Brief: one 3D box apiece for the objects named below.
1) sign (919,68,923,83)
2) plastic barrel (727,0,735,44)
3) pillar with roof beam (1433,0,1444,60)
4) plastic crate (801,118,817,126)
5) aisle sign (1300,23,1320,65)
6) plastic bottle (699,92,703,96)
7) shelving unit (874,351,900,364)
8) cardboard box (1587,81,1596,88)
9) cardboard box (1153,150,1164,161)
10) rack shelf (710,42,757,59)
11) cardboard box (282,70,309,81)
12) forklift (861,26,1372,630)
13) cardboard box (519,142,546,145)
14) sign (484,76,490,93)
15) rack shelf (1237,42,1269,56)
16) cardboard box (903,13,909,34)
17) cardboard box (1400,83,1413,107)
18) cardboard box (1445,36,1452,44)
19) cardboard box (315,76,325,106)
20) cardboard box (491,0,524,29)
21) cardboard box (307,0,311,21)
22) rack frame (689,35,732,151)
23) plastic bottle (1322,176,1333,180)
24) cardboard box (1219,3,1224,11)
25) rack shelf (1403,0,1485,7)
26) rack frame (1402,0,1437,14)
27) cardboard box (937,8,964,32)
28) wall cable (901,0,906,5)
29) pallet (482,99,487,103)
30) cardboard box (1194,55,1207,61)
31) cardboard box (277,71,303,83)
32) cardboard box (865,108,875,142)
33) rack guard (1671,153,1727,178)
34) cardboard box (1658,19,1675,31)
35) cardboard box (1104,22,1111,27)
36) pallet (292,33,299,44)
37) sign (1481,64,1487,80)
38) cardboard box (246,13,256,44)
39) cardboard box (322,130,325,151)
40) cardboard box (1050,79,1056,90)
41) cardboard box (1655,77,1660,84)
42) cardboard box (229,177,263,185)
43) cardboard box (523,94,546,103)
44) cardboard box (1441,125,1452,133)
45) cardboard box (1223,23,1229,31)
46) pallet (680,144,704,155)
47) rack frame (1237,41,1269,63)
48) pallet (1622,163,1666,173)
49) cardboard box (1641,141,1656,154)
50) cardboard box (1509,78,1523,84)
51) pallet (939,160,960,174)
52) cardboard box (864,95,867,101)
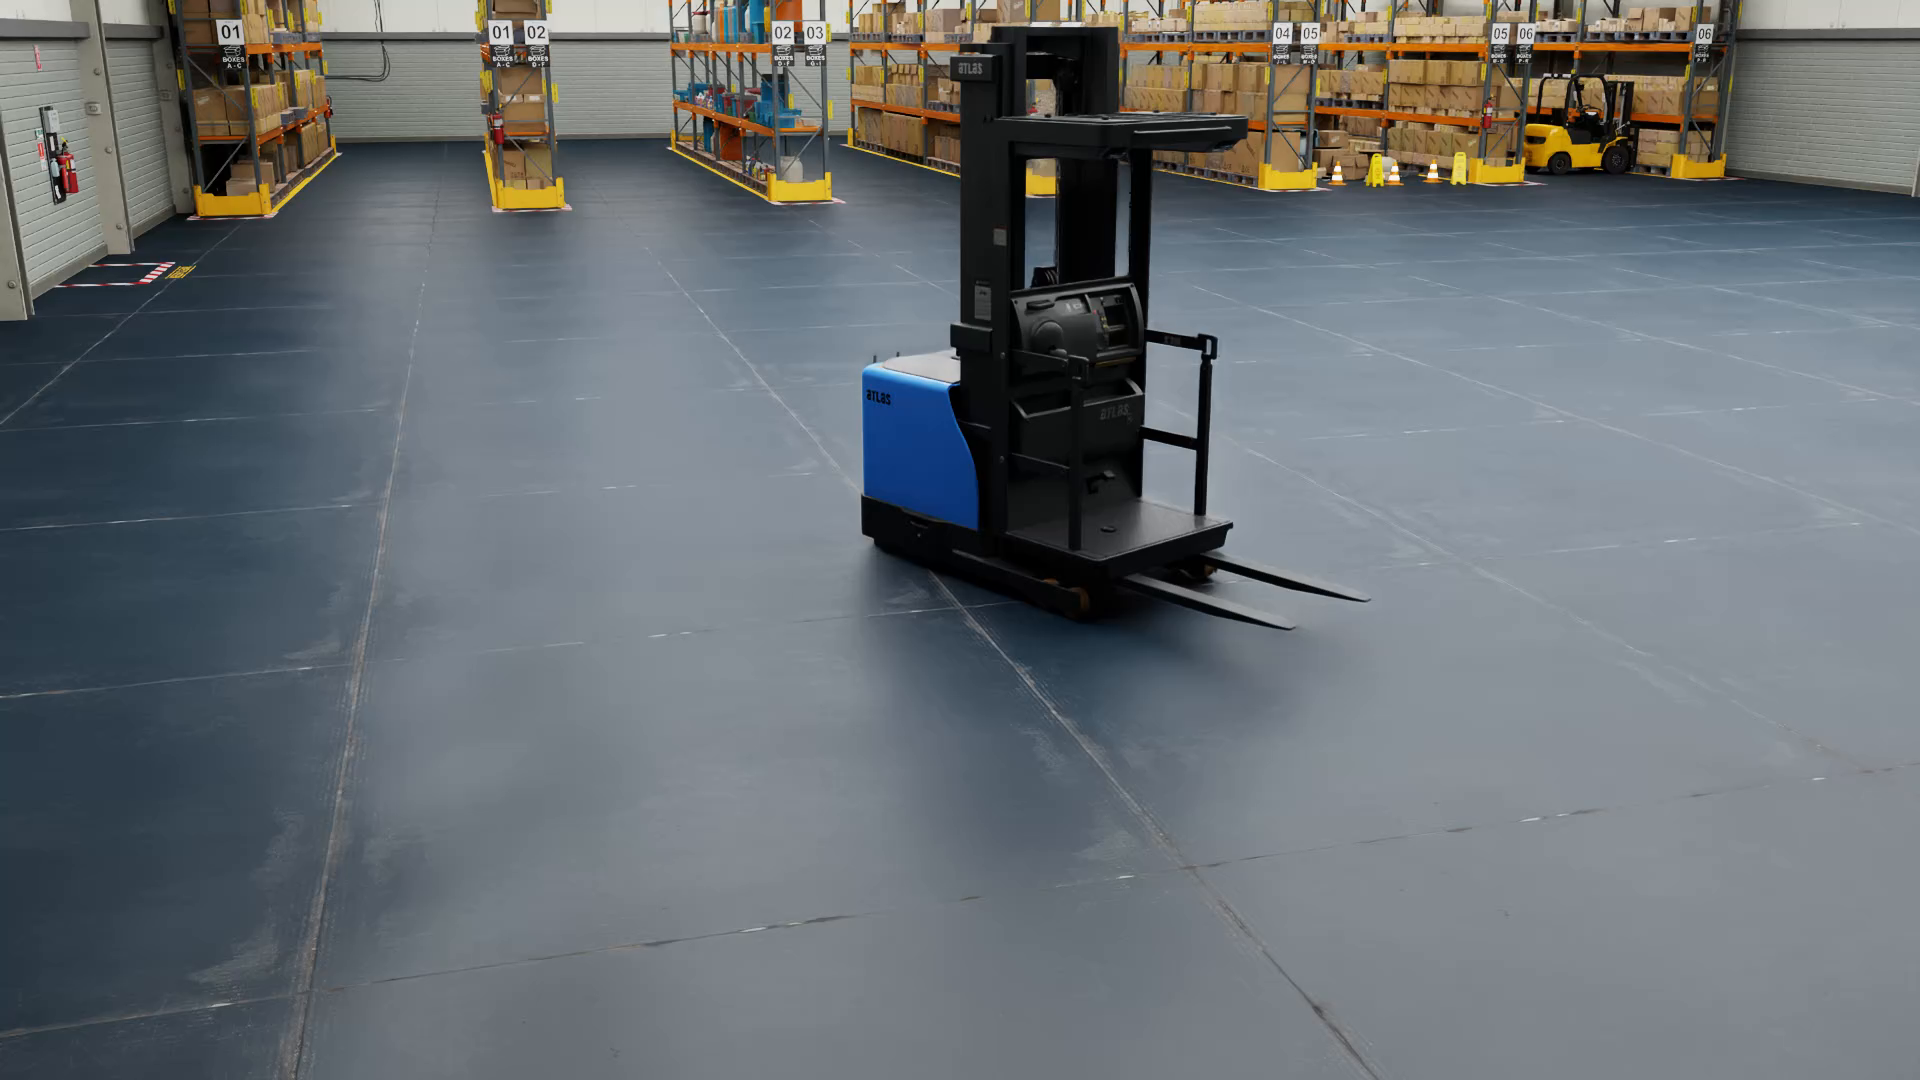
[{"bbox_3d":[-0.914,-10.925,39.097,0.100,0.325,0.005,-5,17,-15],"label":"sign"},{"bbox_3d":[-4.572,-10.899,34.935,0.600,0.901,0.600,0,17,0],"label":"plastic barrel"},{"bbox_3d":[9.356,-15.496,45.896,9.100,9.000,0.400,-5,17,-15],"label":"pillar with roof beam"},{"bbox_3d":[-2.881,-7.958,31.688,0.298,0.136,0.250,-5,17,-15],"label":"plastic crate"},{"bbox_3d":[6.922,-9.816,32.897,0.394,0.787,0.004,-5,17,-15],"label":"aisle sign"},{"bbox_3d":[-6.446,-10.973,41.352,0.144,0.351,0.185,-5,17,-15],"label":"plastic bottle"},{"bbox_3d":[-0.362,-0.602,10.130,0.215,1.050,0.252,-14,22,-40],"label":"shelving unit"},{"bbox_3d":[14.926,-10.664,38.938,0.380,0.149,0.250,-4,17,-14],"label":"cardboard box"},{"bbox_3d":[4.996,-9.229,38.642,1.050,0.750,0.750,-5,17,-15],"label":"cardboard box"},{"bbox_3d":[-4.594,-10.563,35.939,1.077,0.370,4.000,-5,17,-15],"label":"rack shelf"},{"bbox_3d":[-15.263,-10.655,38.180,0.500,0.250,0.500,-4,17,-14],"label":"cardboard box"},{"bbox_3d":[0.776,-1.161,8.722,1.130,2.935,3.031,-15,22,-40],"label":"forklift"},{"bbox_3d":[-8.344,-7.520,32.519,0.500,0.500,0.500,-5,17,-15],"label":"cardboard box"},{"bbox_3d":[-9.327,-8.998,32.818,0.100,0.325,0.005,-5,17,-15],"label":"sign"},{"bbox_3d":[8.598,-12.844,43.534,1.077,0.370,4.000,-5,17,-15],"label":"rack shelf"},{"bbox_3d":[-0.963,-12.666,40.781,0.797,0.503,0.637,-5,17,-16],"label":"cardboard box"},{"bbox_3d":[10.260,-10.002,37.345,0.500,0.500,0.500,-5,17,-15],"label":"cardboard box"},{"bbox_3d":[10.654,-10.735,35.700,0.380,0.149,0.250,-5,17,-17],"label":"cardboard box"},{"bbox_3d":[-16.507,-11.257,41.691,0.980,0.700,0.700,-5,17,-16],"label":"cardboard box"},{"bbox_3d":[-8.476,-9.816,31.048,0.797,0.503,0.637,-3,17,-9],"label":"cardboard box"},{"bbox_3d":[-15.842,-12.681,39.794,0.500,0.500,0.500,-5,17,-16],"label":"cardboard box"},{"bbox_3d":[-6.243,-11.130,41.792,1.000,3.000,0.127,-5,17,-15],"label":"rack frame"},{"bbox_3d":[7.900,-7.814,35.860,0.133,0.061,0.283,-12,20,-34],"label":"plastic bottle"},{"bbox_3d":[5.639,-11.141,34.760,0.380,0.149,0.250,-5,17,-15],"label":"cardboard box"},{"bbox_3d":[13.369,-14.483,44.470,1.077,0.370,4.000,-5,17,-15],"label":"rack shelf"},{"bbox_3d":[12.820,-15.572,46.151,1.000,3.000,0.127,-5,17,-15],"label":"rack frame"},{"bbox_3d":[-0.218,-11.710,37.465,0.500,0.500,0.500,-5,17,-17],"label":"cardboard box"},{"bbox_3d":[-0.820,-18.879,51.567,2.277,5.999,0.120,-5,17,-15],"label":"wall cable"},{"bbox_3d":[-10.892,-10.418,39.755,1.003,0.211,1.213,-5,17,-15],"label":"pallet"},{"bbox_3d":[6.972,-13.910,48.006,0.380,0.149,0.250,-5,18,-17],"label":"cardboard box"},{"bbox_3d":[-14.835,-10.232,36.773,0.500,0.250,0.500,-5,17,-15],"label":"cardboard box"},{"bbox_3d":[-2.077,-11.390,45.618,0.875,0.875,0.875,-5,17,-15],"label":"cardboard box"},{"bbox_3d":[16.124,-8.176,36.301,1.175,0.500,0.348,-5,17,-15],"label":"rack guard"},{"bbox_3d":[15.528,-11.276,36.393,0.396,0.266,0.258,-5,17,-15],"label":"cardboard box"},{"bbox_3d":[3.865,-12.539,41.095,0.500,0.500,0.500,-5,17,-15],"label":"cardboard box"},{"bbox_3d":[-14.897,-10.761,35.676,1.213,0.211,1.003,-4,17,-13],"label":"pallet"},{"bbox_3d":[10.807,-9.654,34.314,0.100,0.325,0.005,-5,17,-15],"label":"sign"},{"bbox_3d":[-12.435,-8.786,28.563,0.500,0.500,0.500,-4,17,-12],"label":"cardboard box"},{"bbox_3d":[-16.302,-9.994,41.625,0.700,0.500,0.500,-5,18,-17],"label":"cardboard box"},{"bbox_3d":[1.928,-9.046,32.423,0.500,0.500,0.500,-5,17,-15],"label":"cardboard box"},{"bbox_3d":[15.624,-10.174,36.789,0.380,0.149,0.250,-5,17,-15],"label":"cardboard box"},{"bbox_3d":[-12.731,-6.307,29.644,0.500,0.311,0.500,-3,17,-11],"label":"cardboard box"},{"bbox_3d":[-7.609,-7.905,29.752,0.380,0.149,0.250,-5,17,-16],"label":"cardboard box"},{"bbox_3d":[10.644,-8.907,36.009,0.380,0.149,0.250,-4,17,-14],"label":"cardboard box"},{"bbox_3d":[5.706,-10.690,34.646,0.380,0.149,0.250,-4,17,-15],"label":"cardboard box"},{"bbox_3d":[-6.821,-10.333,43.986,1.003,0.211,1.213,-5,17,-15],"label":"pallet"},{"bbox_3d":[8.048,-12.305,45.704,1.000,3.000,0.127,-5,17,-15],"label":"rack frame"},{"bbox_3d":[15.535,-8.589,38.179,1.003,0.211,1.213,-5,17,-15],"label":"pallet"},{"bbox_3d":[15.556,-8.753,37.057,0.500,0.250,0.500,-5,17,-16],"label":"cardboard box"},{"bbox_3d":[14.075,-11.558,41.915,0.380,0.149,0.250,-5,17,-15],"label":"cardboard box"},{"bbox_3d":[0.164,-8.527,37.972,1.003,0.211,1.213,-5,17,-15],"label":"pallet"},{"bbox_3d":[-2.375,-11.958,44.985,0.380,0.149,0.250,-5,17,-17],"label":"cardboard box"}]
